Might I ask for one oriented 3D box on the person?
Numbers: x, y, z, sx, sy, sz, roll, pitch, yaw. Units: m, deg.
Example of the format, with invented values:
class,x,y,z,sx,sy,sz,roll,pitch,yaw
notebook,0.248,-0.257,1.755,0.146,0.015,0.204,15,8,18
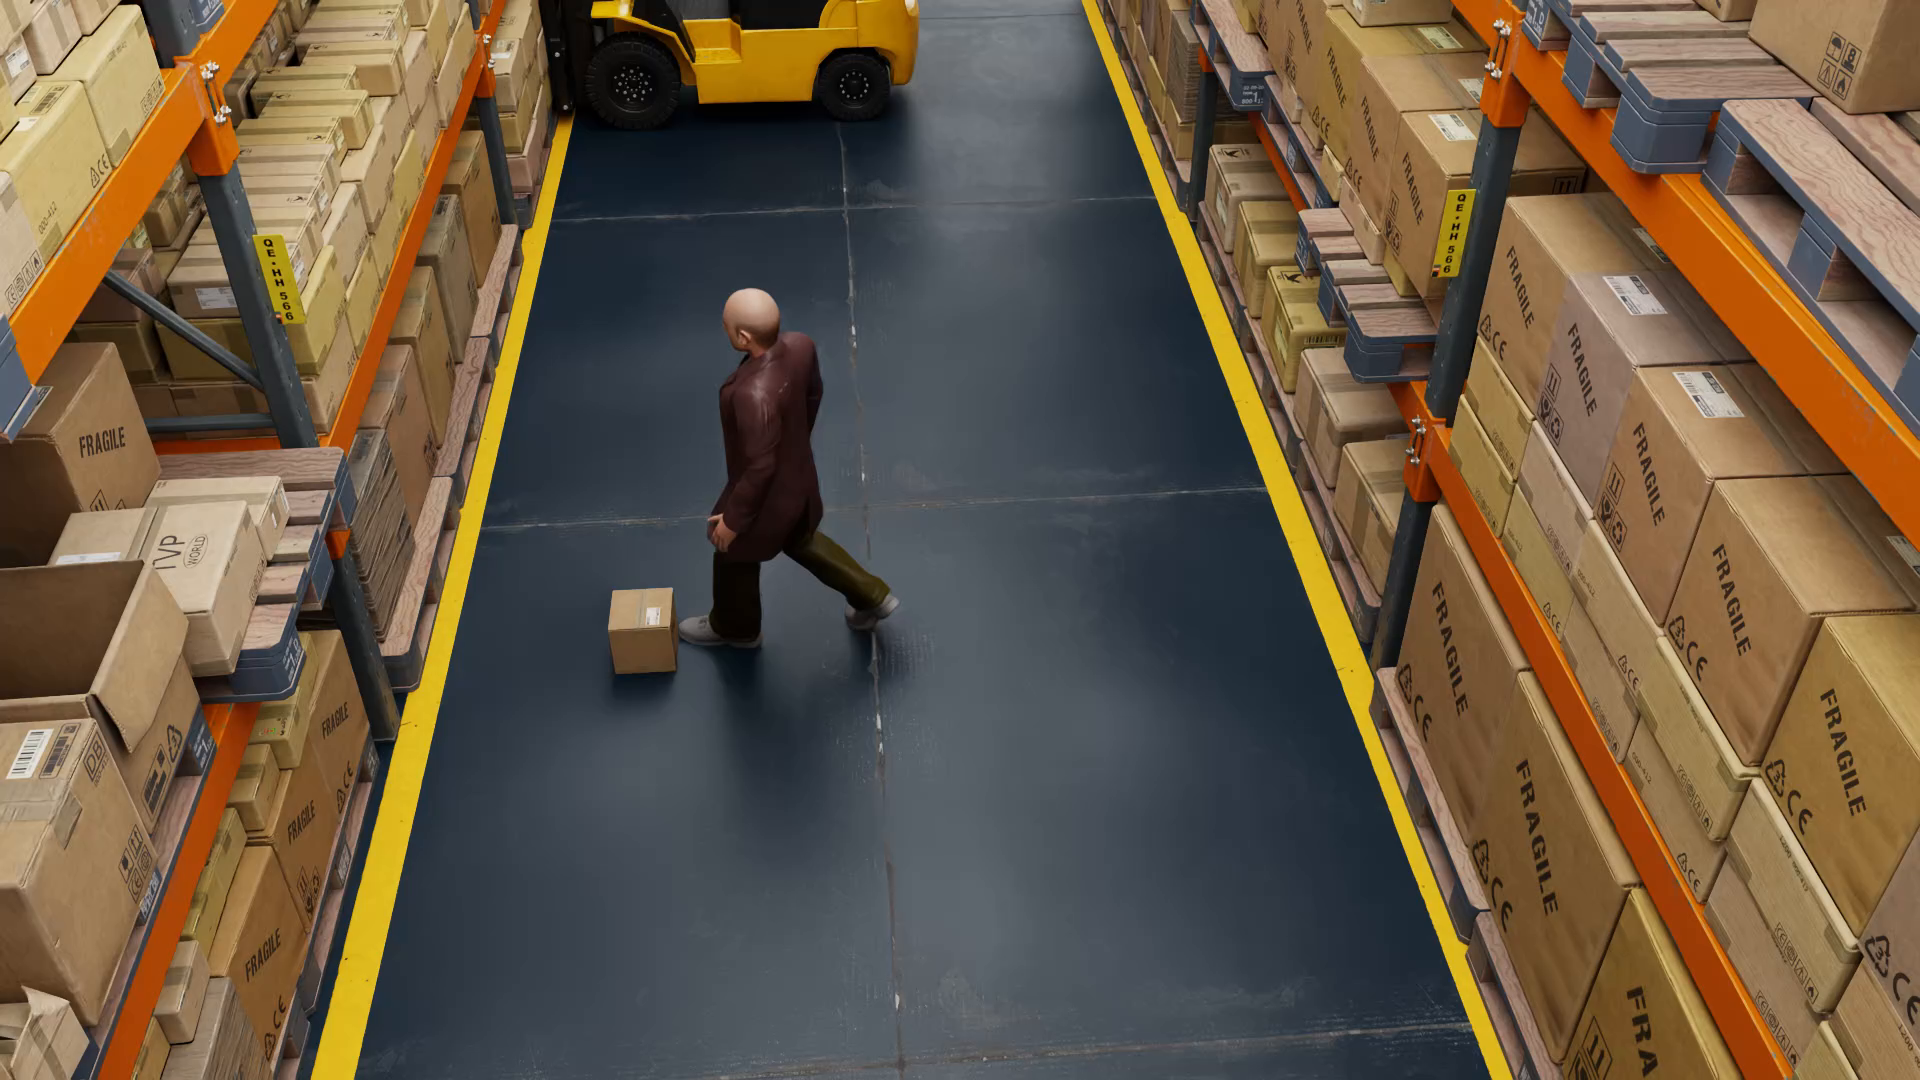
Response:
class,x,y,z,sx,sy,sz,roll,pitch,yaw
person,-0.741,-0.216,6.457,0.942,1.764,0.714,11,40,13
